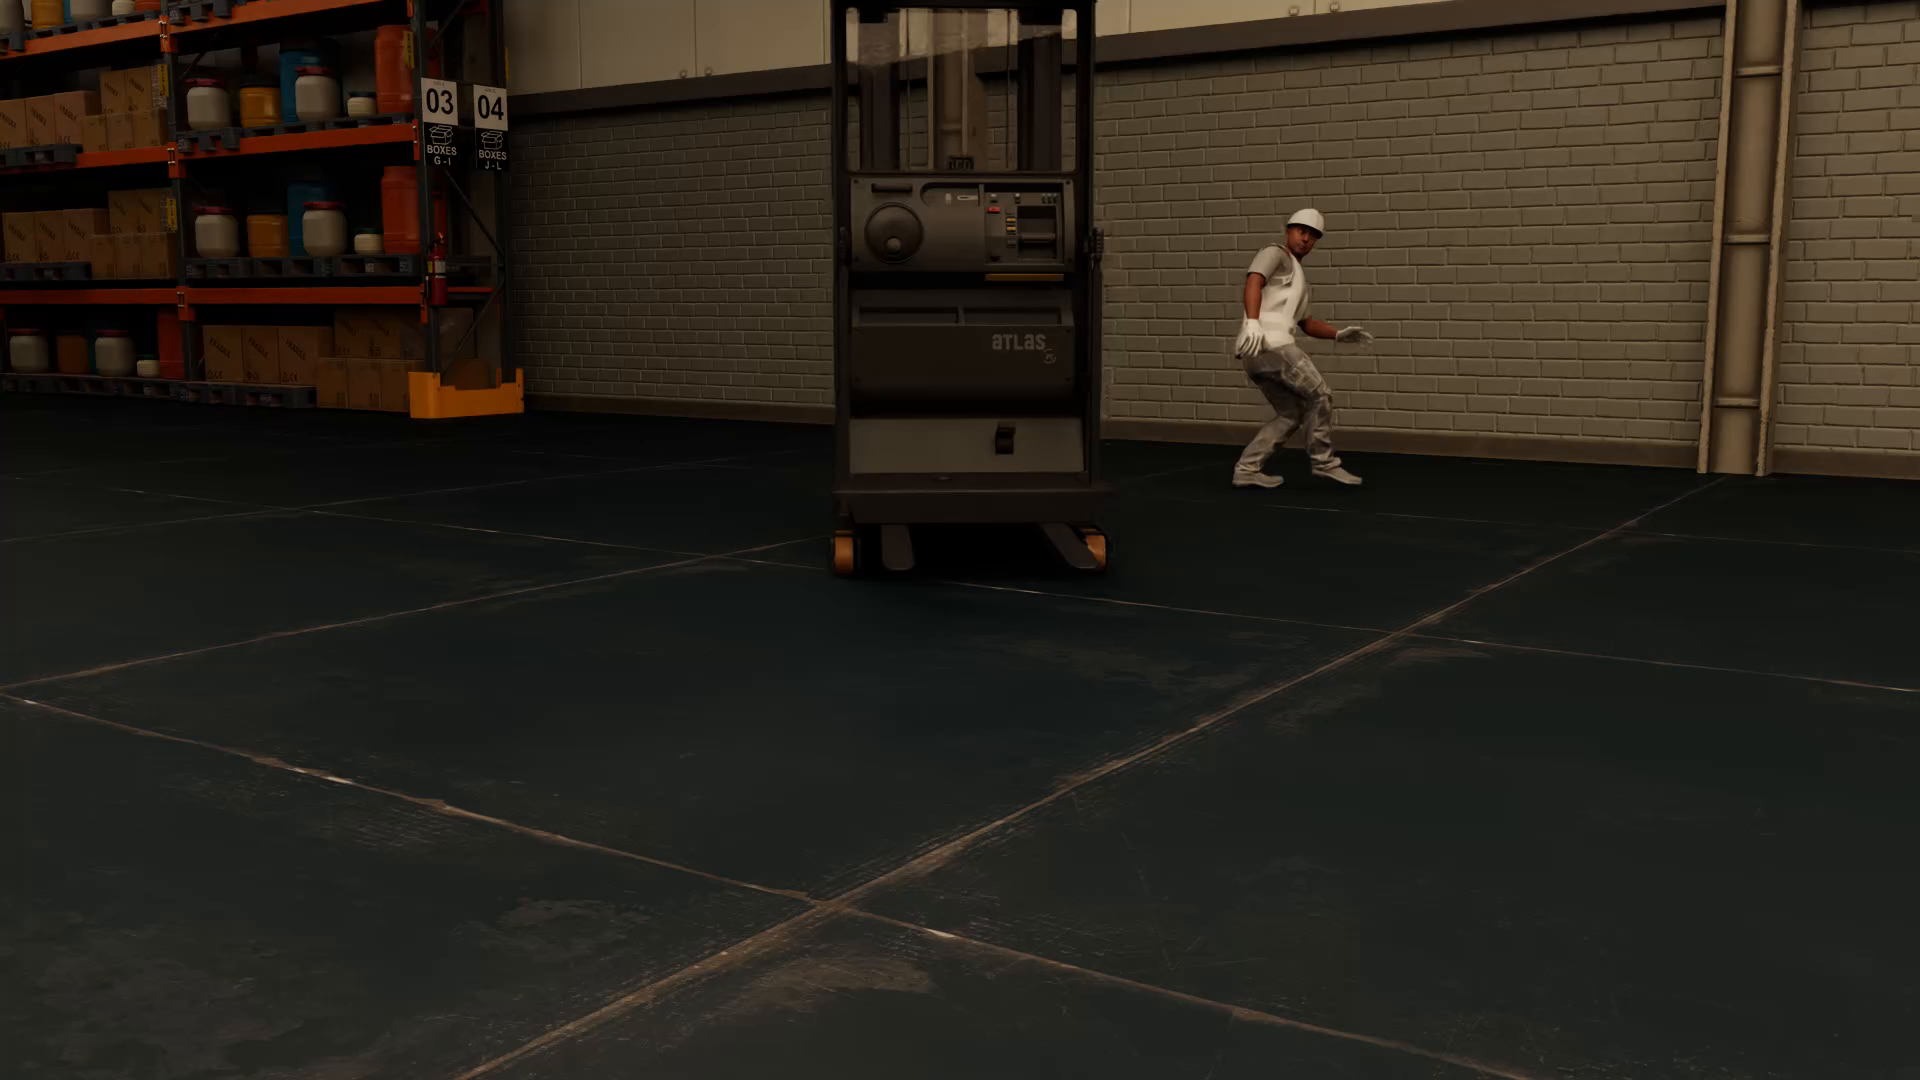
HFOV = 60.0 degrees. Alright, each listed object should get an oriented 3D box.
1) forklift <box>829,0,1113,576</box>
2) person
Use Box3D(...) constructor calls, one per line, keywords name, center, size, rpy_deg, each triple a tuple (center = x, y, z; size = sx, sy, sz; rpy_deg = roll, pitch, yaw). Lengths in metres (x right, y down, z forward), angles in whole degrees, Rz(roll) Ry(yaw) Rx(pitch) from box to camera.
Box3D(name="forklift", center=(0.026, -1.351, 6.695), size=(1.130, 2.935, 3.031), rpy_deg=(0, 8, -3))
Box3D(name="person", center=(1.969, -1.089, 9.521), size=(0.823, 1.609, 0.800), rpy_deg=(0, 8, 3))
